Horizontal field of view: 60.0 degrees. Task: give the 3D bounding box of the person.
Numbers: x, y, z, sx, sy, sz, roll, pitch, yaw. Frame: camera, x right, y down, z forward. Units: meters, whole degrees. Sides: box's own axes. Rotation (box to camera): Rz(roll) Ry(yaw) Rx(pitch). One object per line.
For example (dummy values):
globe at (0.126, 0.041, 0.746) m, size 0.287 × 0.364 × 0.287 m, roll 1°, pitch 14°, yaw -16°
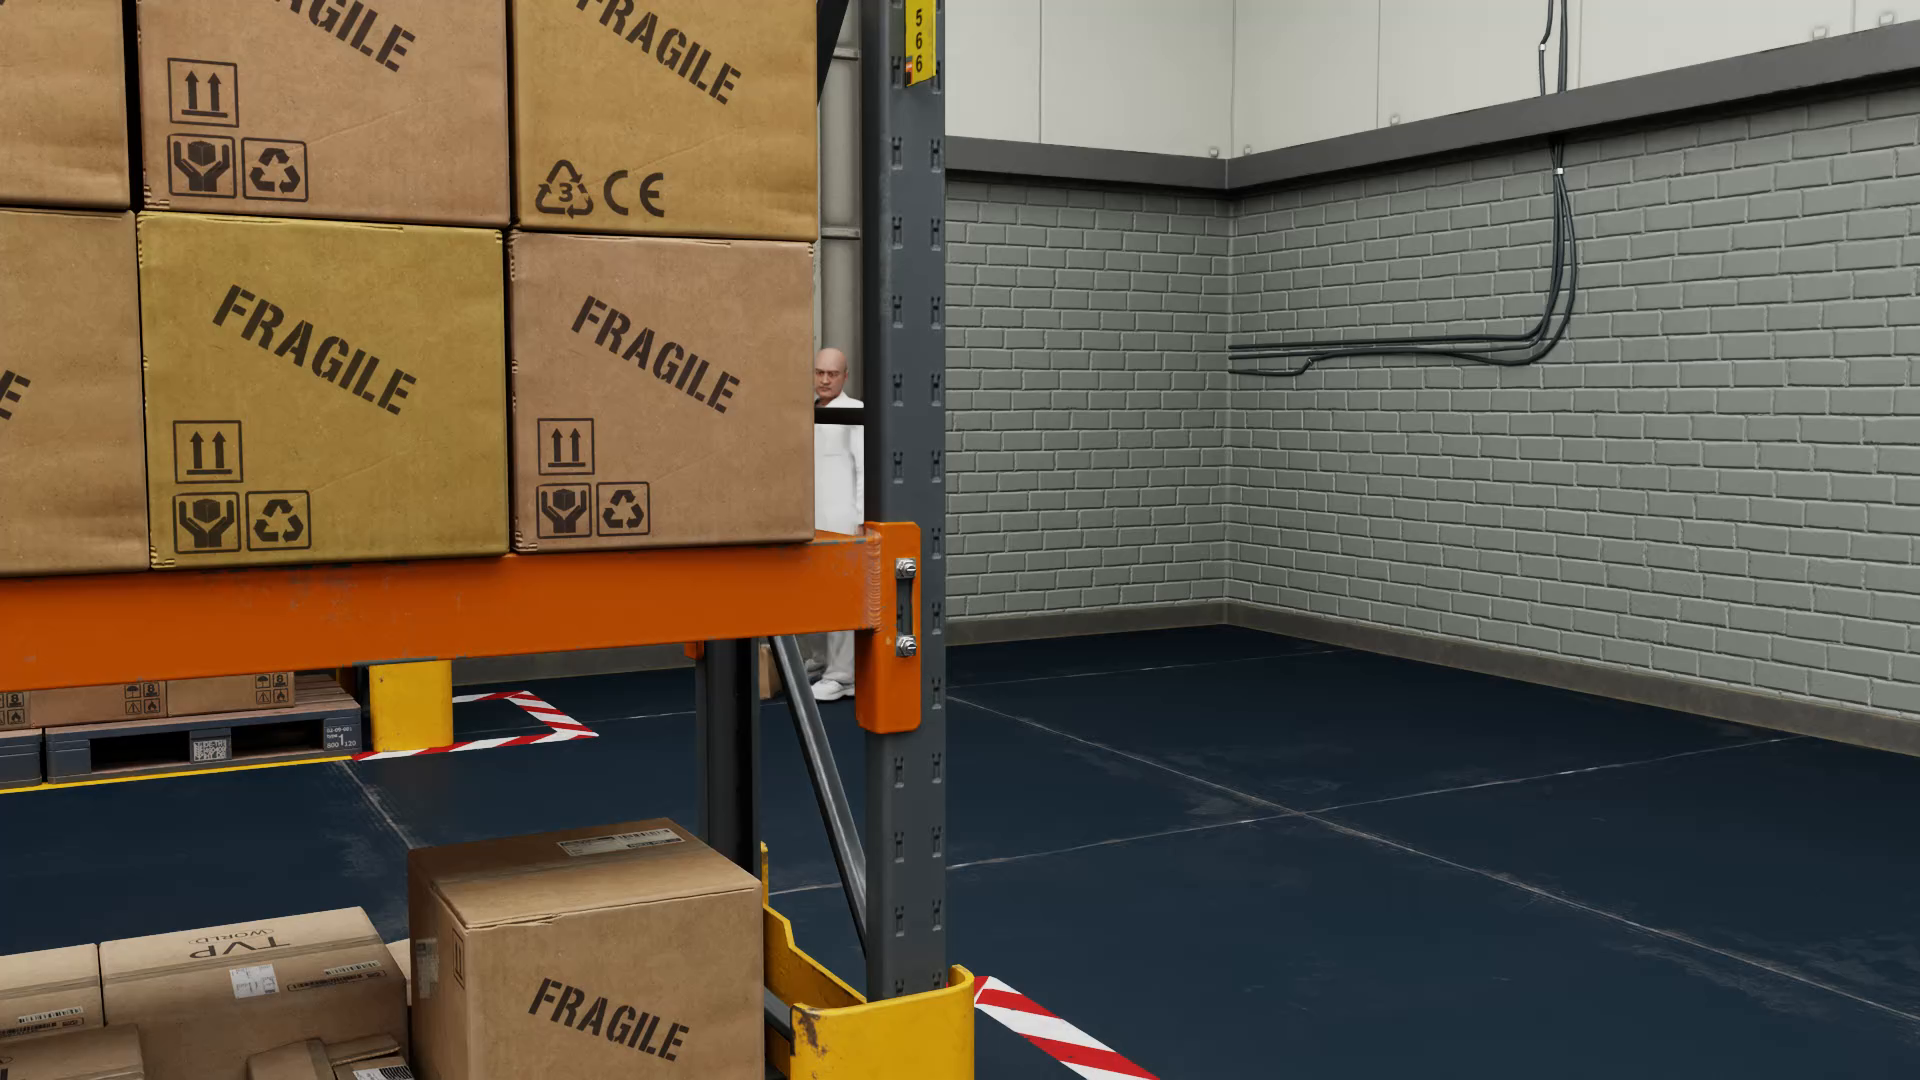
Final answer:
person at (-0.692, -0.086, 8.467) m, size 0.501 × 1.771 × 0.752 m, roll -5°, pitch 7°, yaw -44°
